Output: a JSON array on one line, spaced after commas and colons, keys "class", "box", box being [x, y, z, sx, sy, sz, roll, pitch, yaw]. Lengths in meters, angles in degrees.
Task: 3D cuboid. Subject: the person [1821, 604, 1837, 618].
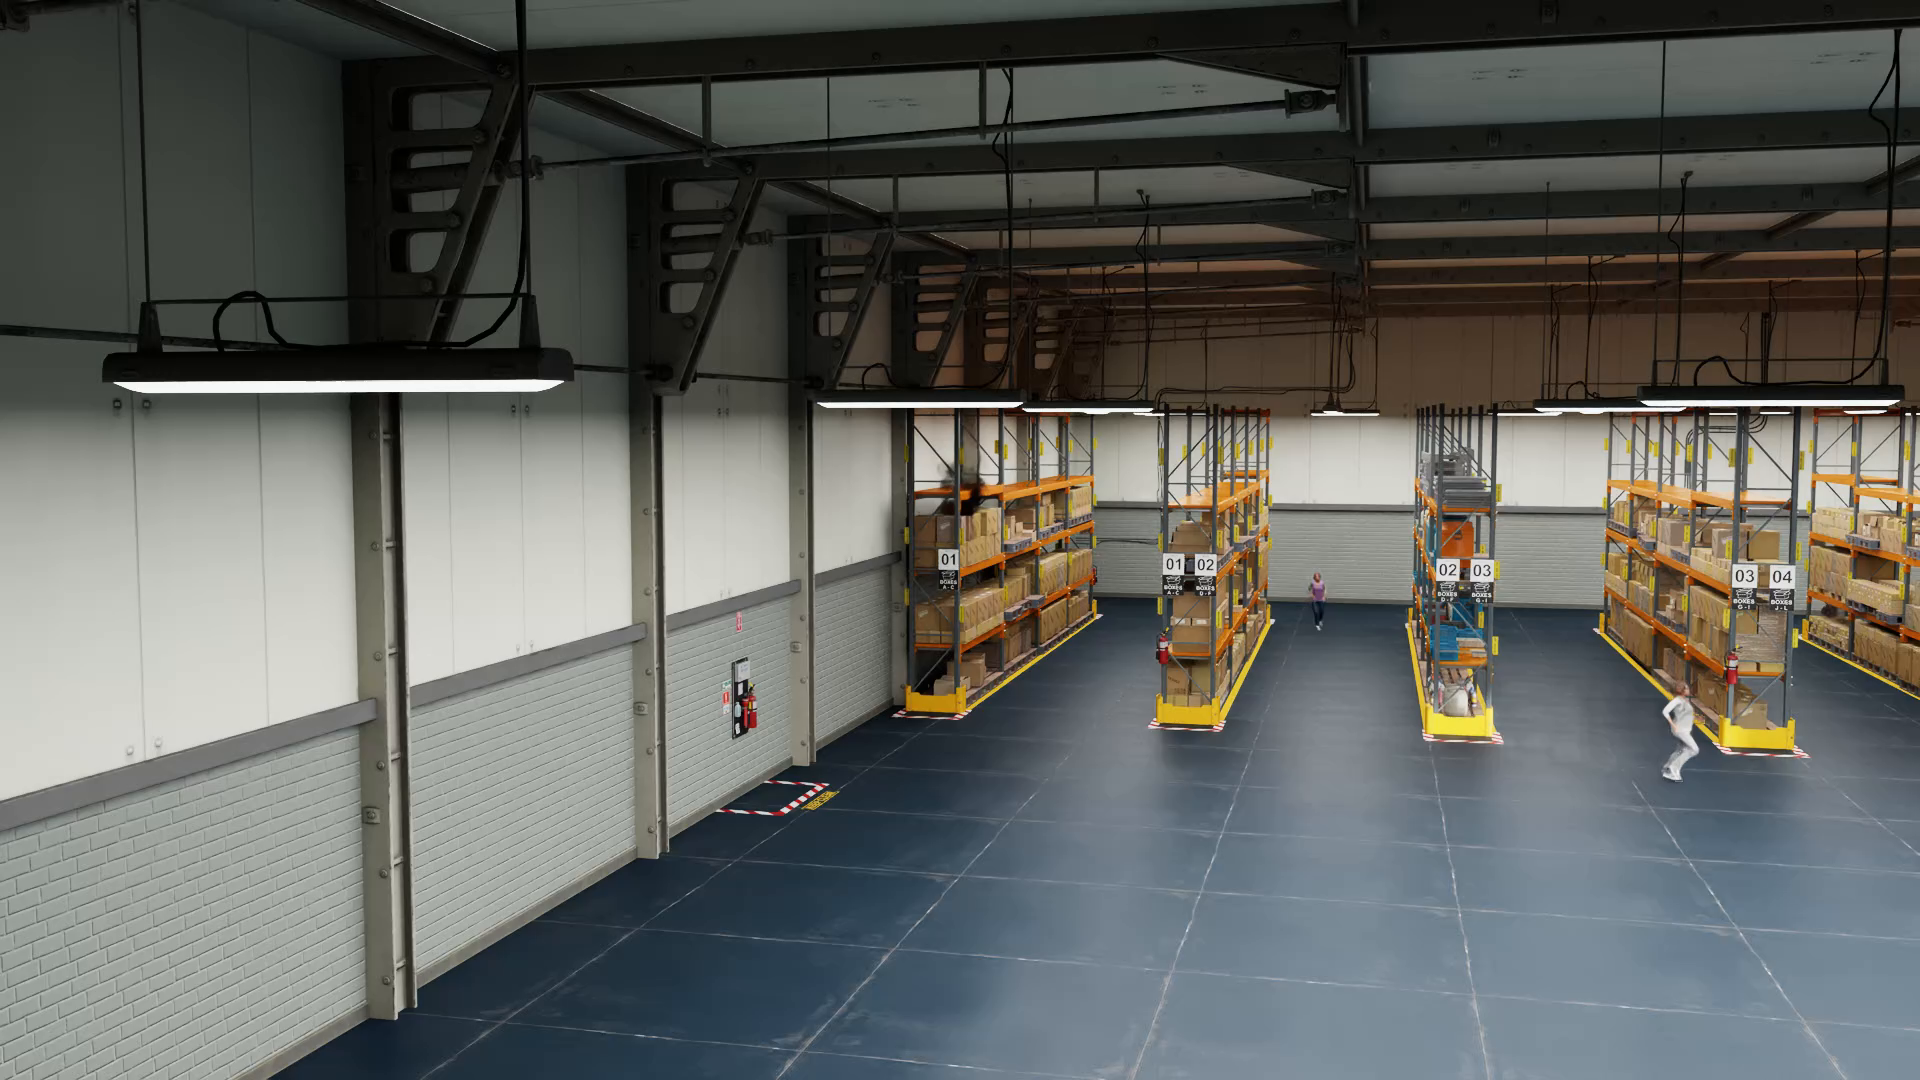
[{"class": "person", "box": [23.249, 1.636, 44.390, 0.662, 1.699, 0.838, -3, 5, -39]}]

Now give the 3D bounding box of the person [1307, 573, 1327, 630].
[{"class": "person", "box": [9.677, 1.664, 45.050, 0.541, 1.565, 0.524, 0, 4, 5]}]

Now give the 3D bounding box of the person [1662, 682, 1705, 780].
[{"class": "person", "box": [11.383, 3.064, 26.174, 0.621, 1.470, 0.511, 3, 5, 37]}]
